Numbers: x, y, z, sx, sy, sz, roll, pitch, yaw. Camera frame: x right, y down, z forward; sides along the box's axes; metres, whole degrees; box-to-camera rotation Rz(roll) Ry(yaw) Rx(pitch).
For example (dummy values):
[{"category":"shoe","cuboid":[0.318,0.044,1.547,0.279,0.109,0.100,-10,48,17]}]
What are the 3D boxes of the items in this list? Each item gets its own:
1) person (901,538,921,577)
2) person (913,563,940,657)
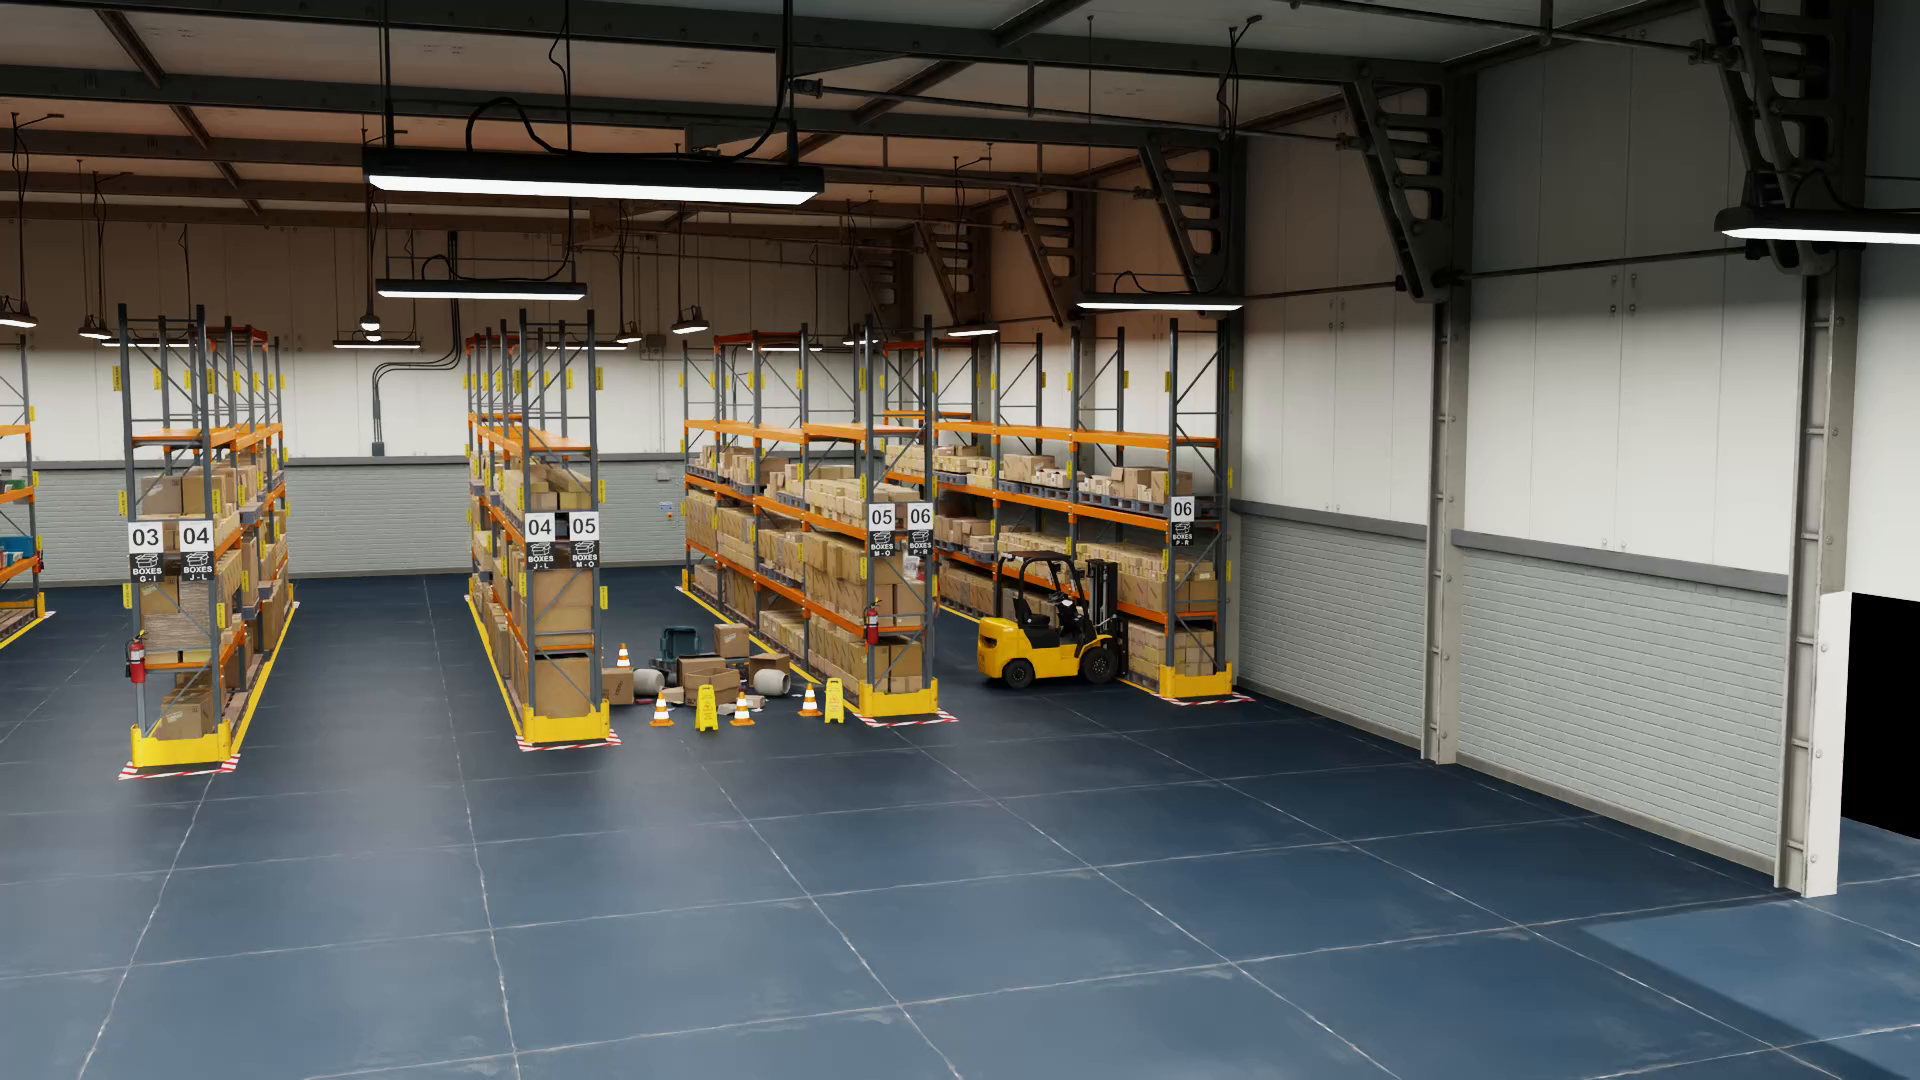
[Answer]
[{"category":"person","cuboid":[-1.072,0.800,33.539,0.527,1.650,0.712,-3,6,-28]},{"category":"person","cuboid":[-0.671,1.290,30.295,0.558,1.752,0.729,-2,6,-18]}]
